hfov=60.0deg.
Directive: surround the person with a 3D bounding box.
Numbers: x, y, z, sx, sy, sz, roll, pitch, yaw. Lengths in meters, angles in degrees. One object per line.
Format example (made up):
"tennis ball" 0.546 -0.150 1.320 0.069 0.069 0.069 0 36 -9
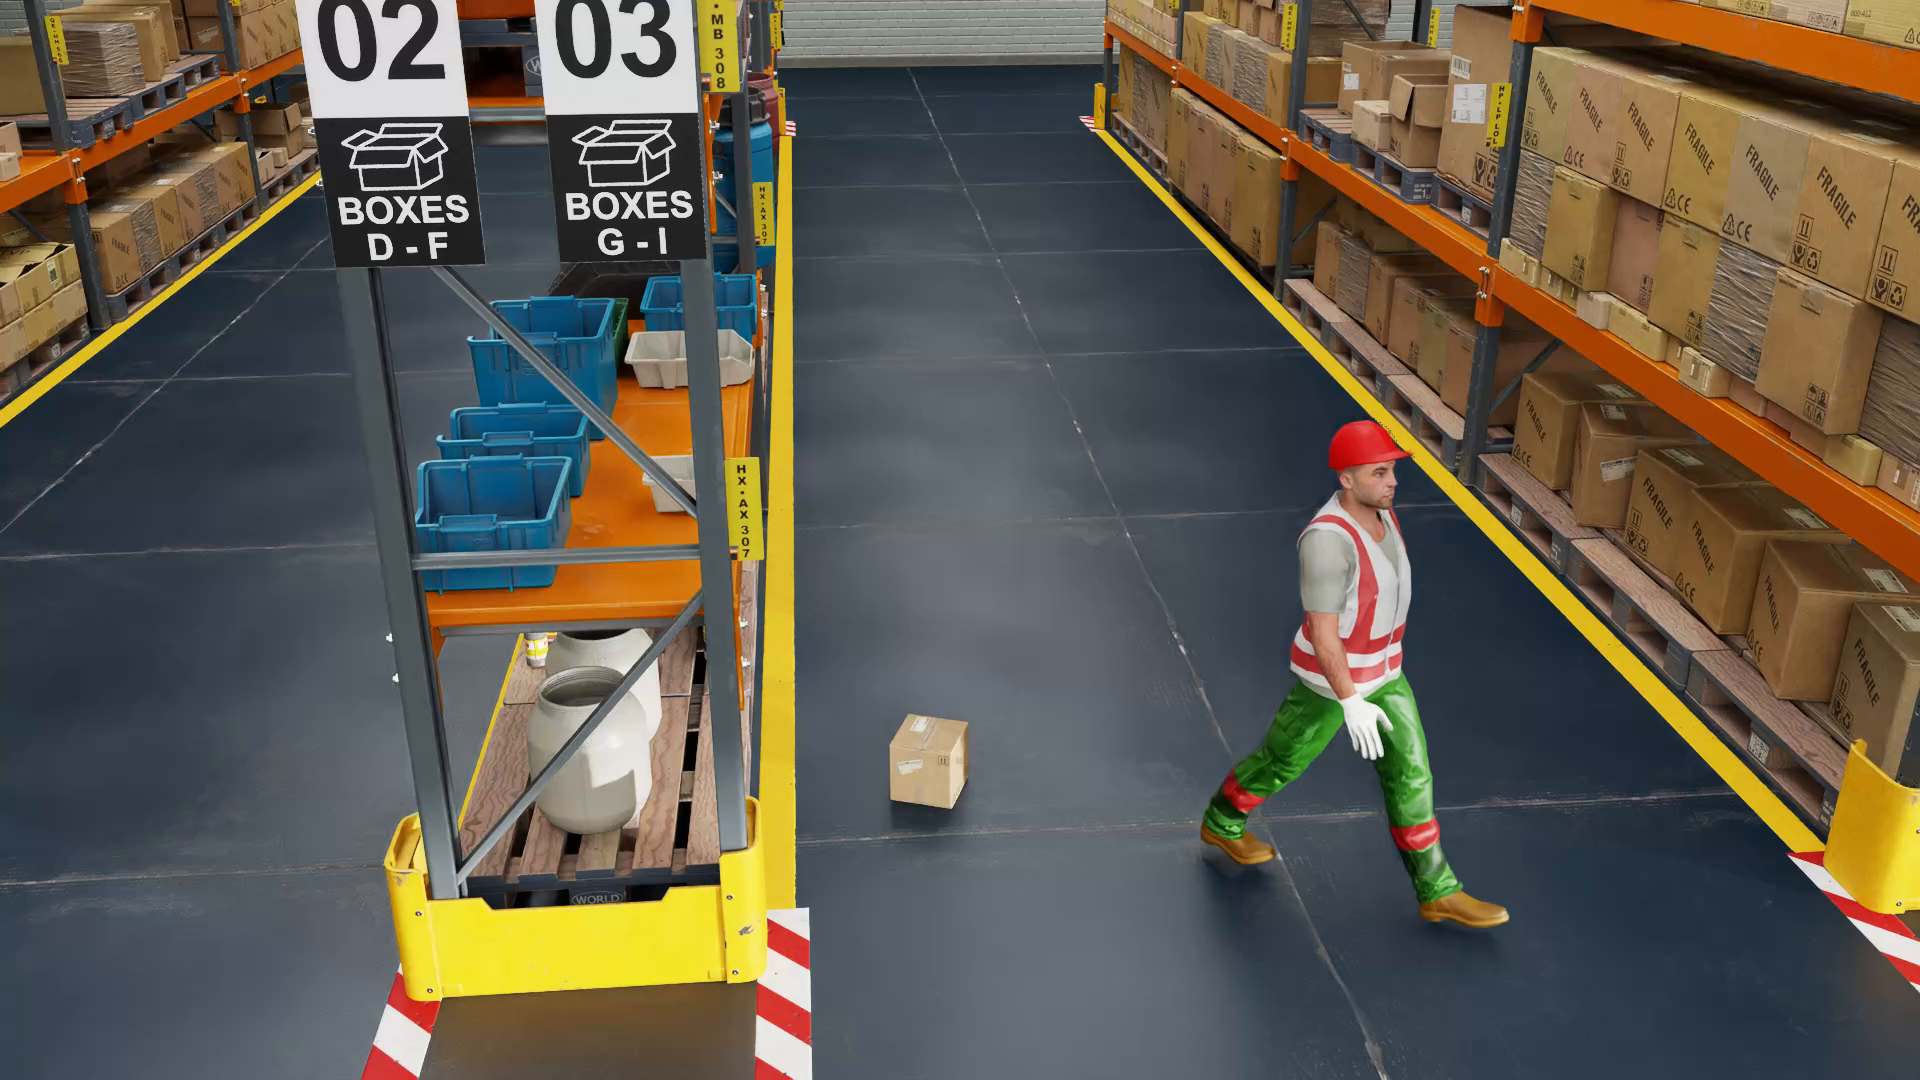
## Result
"person" 1.350 0.451 5.526 1.085 1.731 0.586 21 31 40
